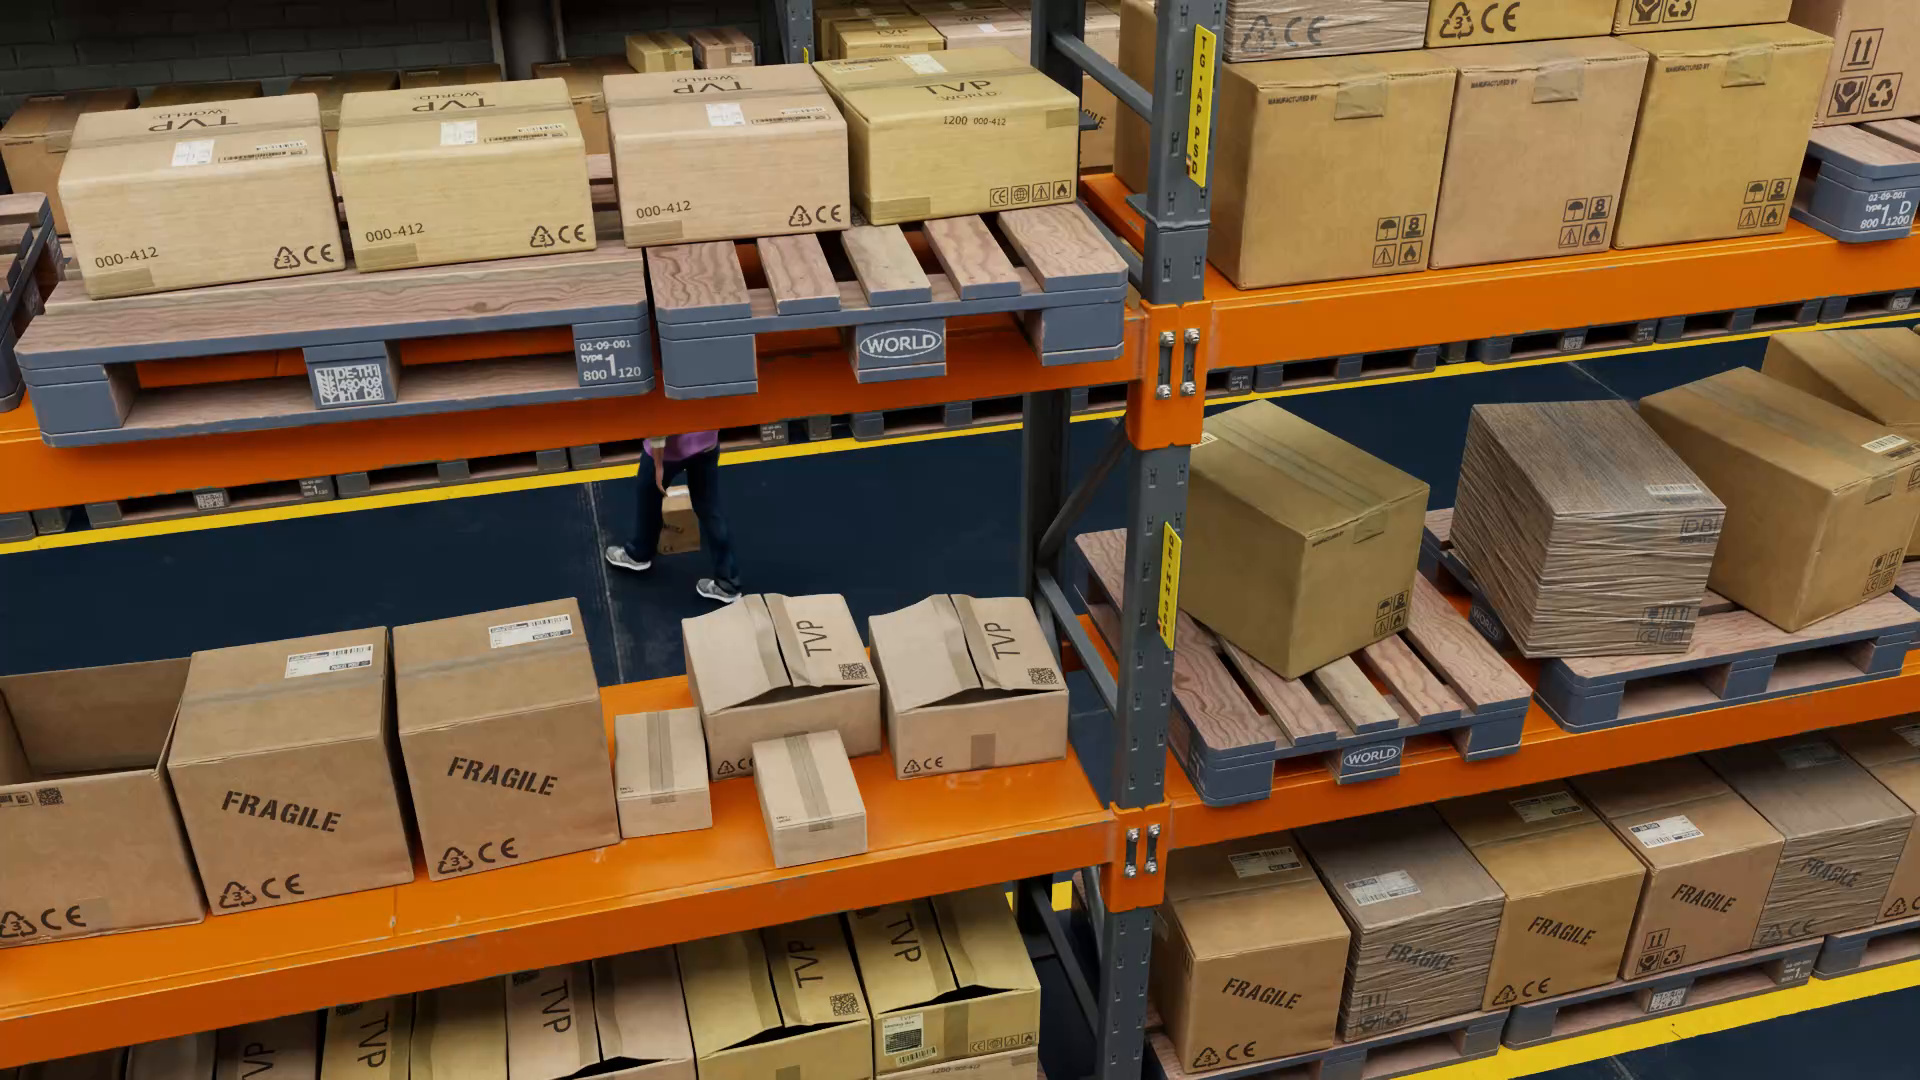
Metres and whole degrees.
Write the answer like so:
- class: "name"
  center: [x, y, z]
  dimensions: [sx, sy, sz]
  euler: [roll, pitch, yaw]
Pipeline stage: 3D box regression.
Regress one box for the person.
- class: "person"
  center: [-1.358, -0.481, 7.716]
  dimensions: [0.461, 1.576, 0.808]
  euler: [-27, 40, -37]
